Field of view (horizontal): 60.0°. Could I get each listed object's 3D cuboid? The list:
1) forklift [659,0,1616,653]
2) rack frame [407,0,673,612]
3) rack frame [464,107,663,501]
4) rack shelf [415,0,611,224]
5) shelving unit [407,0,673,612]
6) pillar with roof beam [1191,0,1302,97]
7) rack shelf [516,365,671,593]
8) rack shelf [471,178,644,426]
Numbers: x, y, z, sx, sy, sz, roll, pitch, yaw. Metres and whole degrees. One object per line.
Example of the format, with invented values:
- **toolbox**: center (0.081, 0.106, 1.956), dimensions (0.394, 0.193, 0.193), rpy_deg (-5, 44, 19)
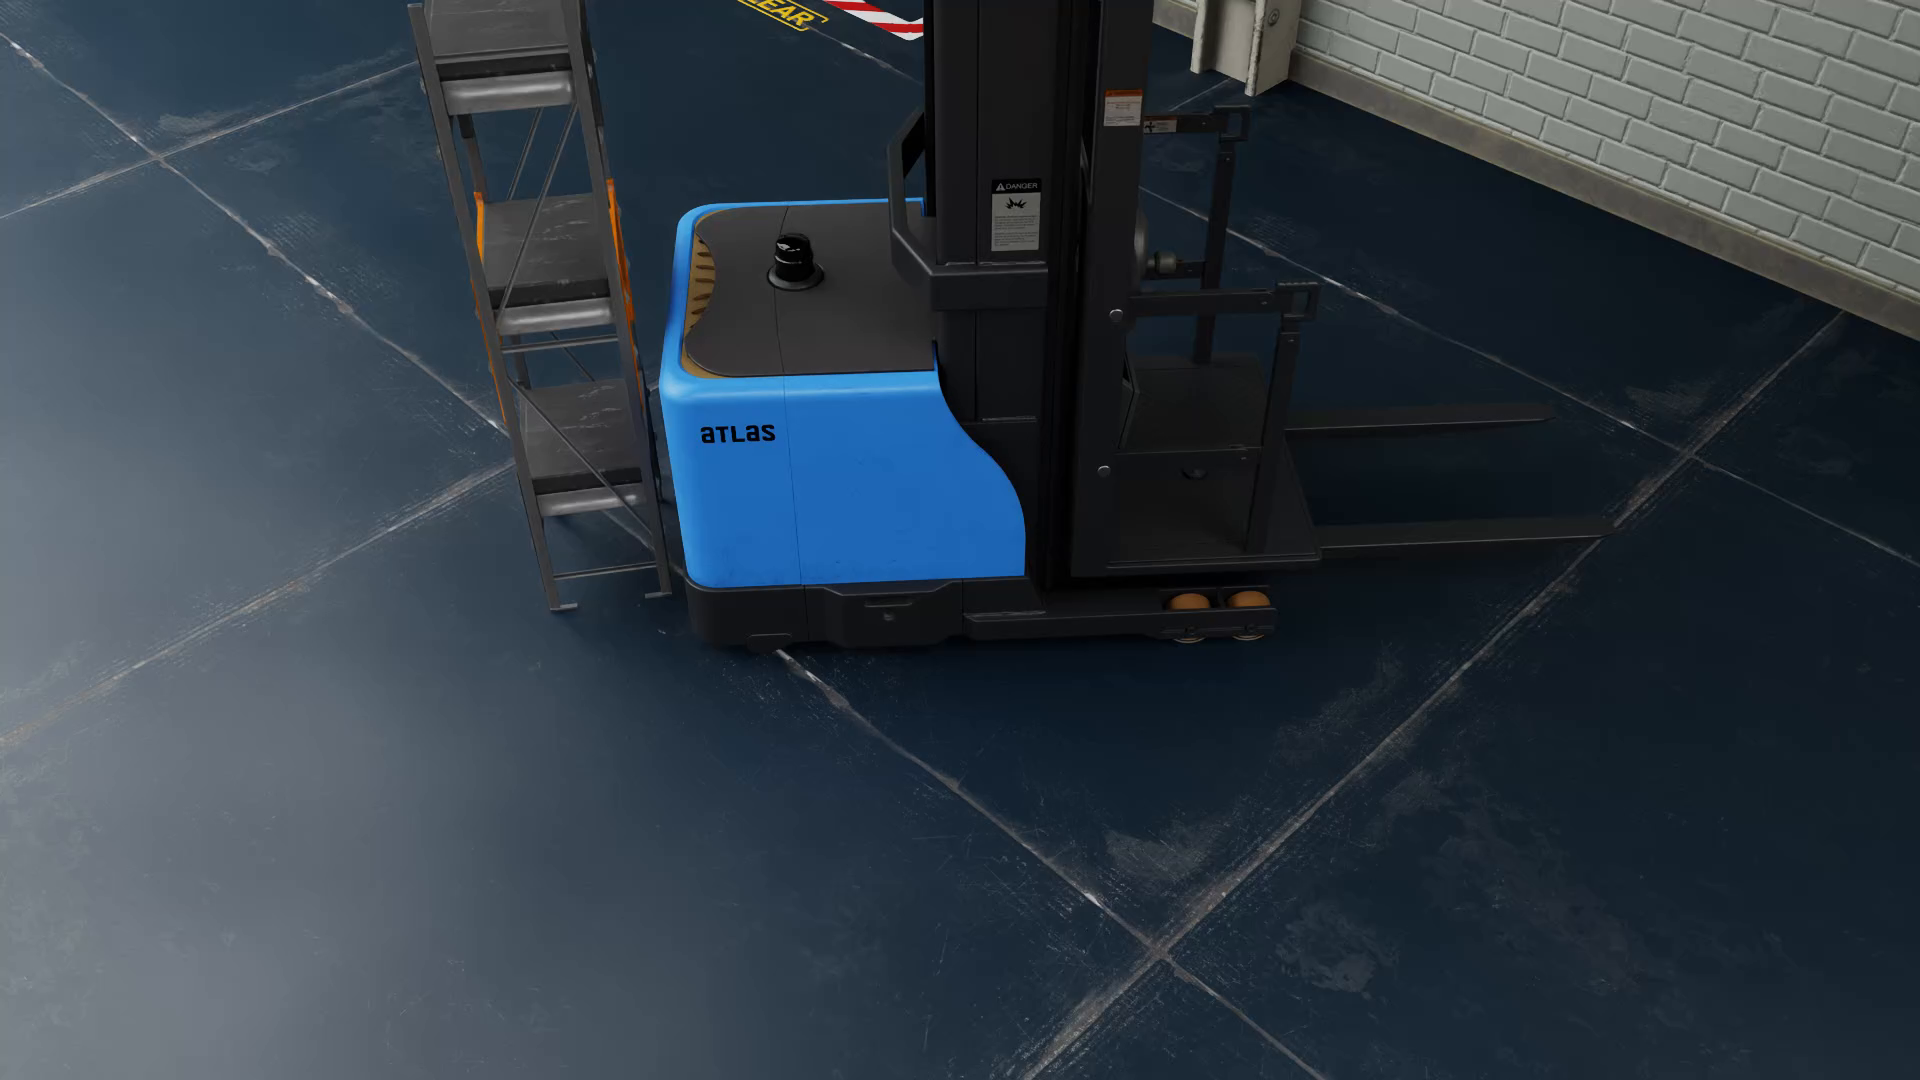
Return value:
- **forklift**: center (0.622, -1.102, 4.783), dimensions (3.031, 2.935, 1.130), rpy_deg (-2, 43, -3)
- **rack frame**: center (-1.157, -0.564, 4.813), dimensions (0.400, 2.100, 0.015), rpy_deg (-8, 43, -8)
- **rack frame**: center (-1.251, -0.889, 5.165), dimensions (0.400, 2.100, 0.015), rpy_deg (-8, 43, -8)
- **rack shelf**: center (-1.204, -1.230, 4.523), dimensions (0.431, 0.518, 0.480), rpy_deg (-8, 43, -8)
- **shelving unit**: center (-1.204, -0.726, 4.989), dimensions (0.431, 2.100, 0.503), rpy_deg (-8, 43, -8)
- **pillar with roof beam**: center (-1.655, -3.562, 2.974), dimensions (9.100, 9.000, 0.400), rpy_deg (-34, 53, -31)
- **rack shelf**: center (-1.204, -0.202, 5.473), dimensions (0.431, 0.518, 0.480), rpy_deg (-8, 43, -8)
- **rack shelf**: center (-1.204, -0.716, 4.998), dimensions (0.431, 0.518, 0.480), rpy_deg (-8, 43, -8)
